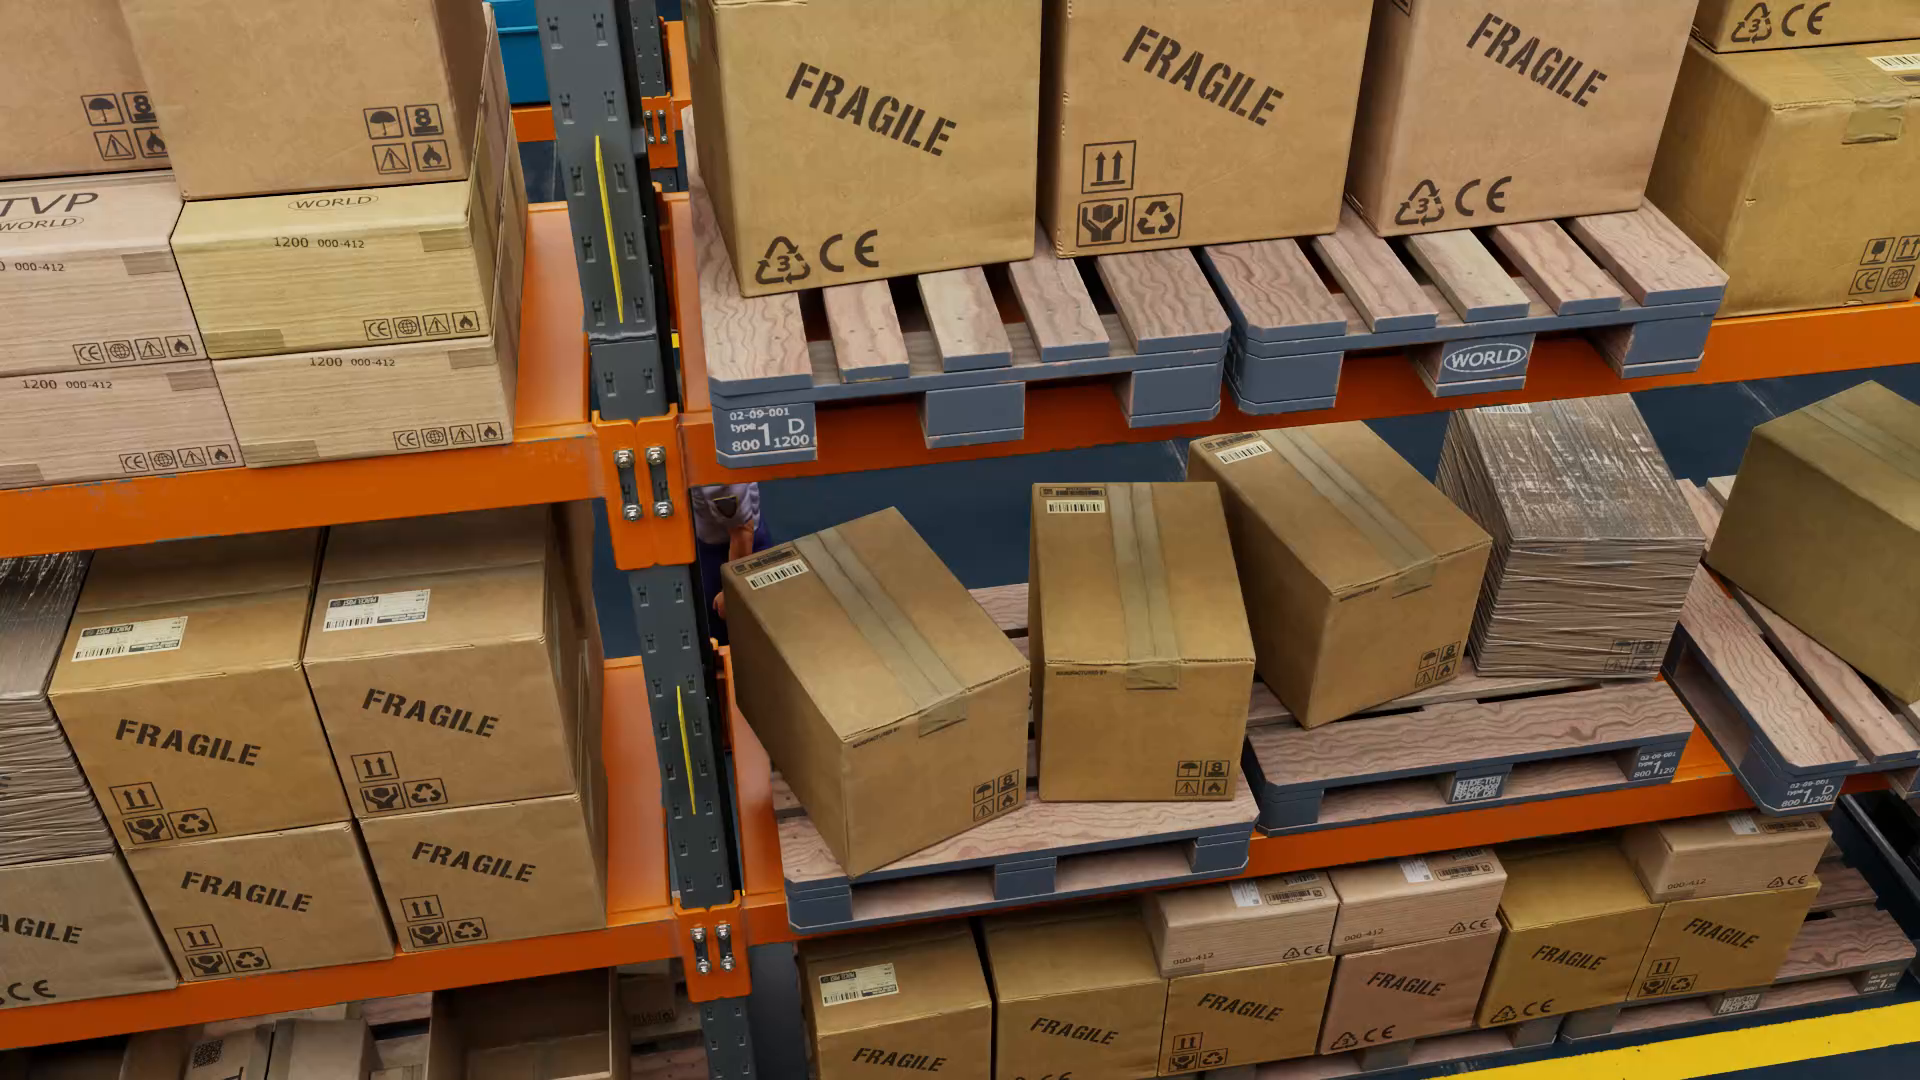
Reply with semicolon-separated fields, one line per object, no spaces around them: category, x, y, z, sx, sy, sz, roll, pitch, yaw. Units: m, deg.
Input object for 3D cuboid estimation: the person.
person;-0.871;0.051;6.107;0.363;1.640;0.560;-13;41;-15
